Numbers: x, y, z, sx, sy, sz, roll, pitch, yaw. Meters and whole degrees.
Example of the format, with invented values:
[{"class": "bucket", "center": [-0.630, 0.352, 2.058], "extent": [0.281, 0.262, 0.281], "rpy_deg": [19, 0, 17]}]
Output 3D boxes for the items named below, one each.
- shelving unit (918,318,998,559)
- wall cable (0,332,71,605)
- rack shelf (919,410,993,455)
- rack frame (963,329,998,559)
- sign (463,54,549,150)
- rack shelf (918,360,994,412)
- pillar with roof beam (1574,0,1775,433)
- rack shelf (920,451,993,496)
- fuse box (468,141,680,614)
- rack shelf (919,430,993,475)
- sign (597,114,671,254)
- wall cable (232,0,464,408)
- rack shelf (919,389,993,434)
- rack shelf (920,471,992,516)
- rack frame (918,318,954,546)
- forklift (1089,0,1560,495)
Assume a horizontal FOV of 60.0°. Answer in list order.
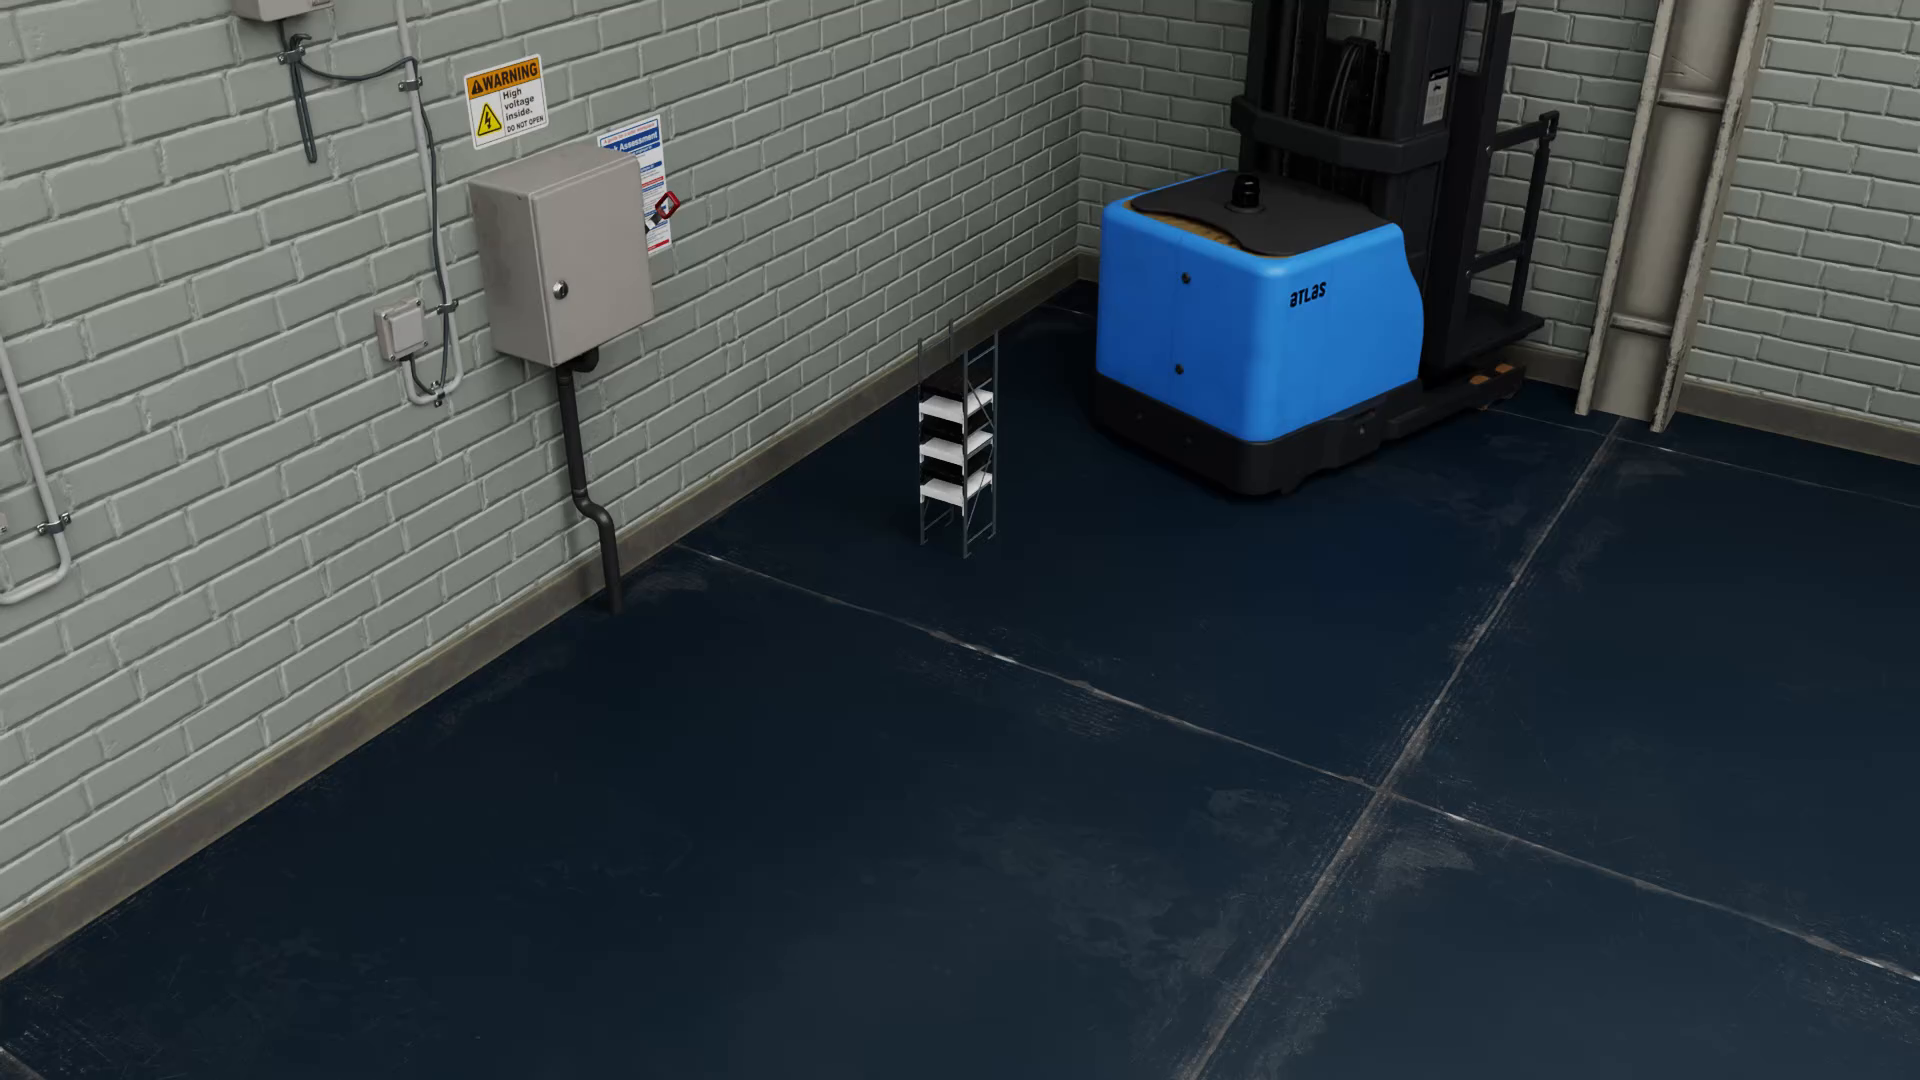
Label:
[{"class": "shelving unit", "center": [-0.007, -0.391, 6.527], "extent": [0.210, 0.900, 0.258], "rpy_deg": [18, 35, 27]}, {"class": "wall cable", "center": [-2.503, -0.629, 3.811], "extent": [0.123, 1.953, 0.585], "rpy_deg": [18, 35, 27]}, {"class": "rack shelf", "center": [-0.007, -0.440, 6.498], "extent": [0.200, 0.077, 0.258], "rpy_deg": [18, 35, 27]}, {"class": "rack frame", "center": [0.079, -0.364, 6.480], "extent": [0.006, 0.900, 0.240], "rpy_deg": [18, 35, 27]}, {"class": "sign", "center": [-1.467, -1.422, 5.392], "extent": [0.001, 0.242, 0.339], "rpy_deg": [18, 35, 27]}, {"class": "rack shelf", "center": [-0.007, -0.595, 6.408], "extent": [0.200, 0.077, 0.258], "rpy_deg": [18, 35, 27]}, {"class": "pillar with roof beam", "center": [0.828, -2.656, 2.373], "extent": [0.400, 9.000, 9.100], "rpy_deg": [18, 35, 27]}, {"class": "rack shelf", "center": [-0.007, -0.284, 6.589], "extent": [0.200, 0.077, 0.258], "rpy_deg": [18, 35, 27]}, {"class": "fuse box", "center": [-1.262, -0.477, 5.870], "extent": [0.414, 1.711, 0.539], "rpy_deg": [18, 35, 27]}, {"class": "rack shelf", "center": [-0.007, -0.362, 6.544], "extent": [0.200, 0.077, 0.258], "rpy_deg": [18, 35, 27]}, {"class": "sign", "center": [-1.175, -1.259, 6.026], "extent": [0.001, 0.494, 0.329], "rpy_deg": [18, 35, 27]}, {"class": "wall cable", "center": [-1.759, -1.223, 4.862], "extent": [0.122, 1.984, 0.588], "rpy_deg": [18, 35, 27]}, {"class": "rack shelf", "center": [-0.007, -0.518, 6.453], "extent": [0.200, 0.077, 0.258], "rpy_deg": [18, 35, 27]}, {"class": "rack shelf", "center": [-0.007, -0.207, 6.634], "extent": [0.200, 0.077, 0.258], "rpy_deg": [18, 35, 27]}, {"class": "rack frame", "center": [-0.093, -0.418, 6.574], "extent": [0.006, 0.900, 0.240], "rpy_deg": [18, 35, 27]}, {"class": "forklift", "center": [2.049, -2.056, 7.366], "extent": [3.031, 2.935, 1.130], "rpy_deg": [-22, 37, -33]}]
